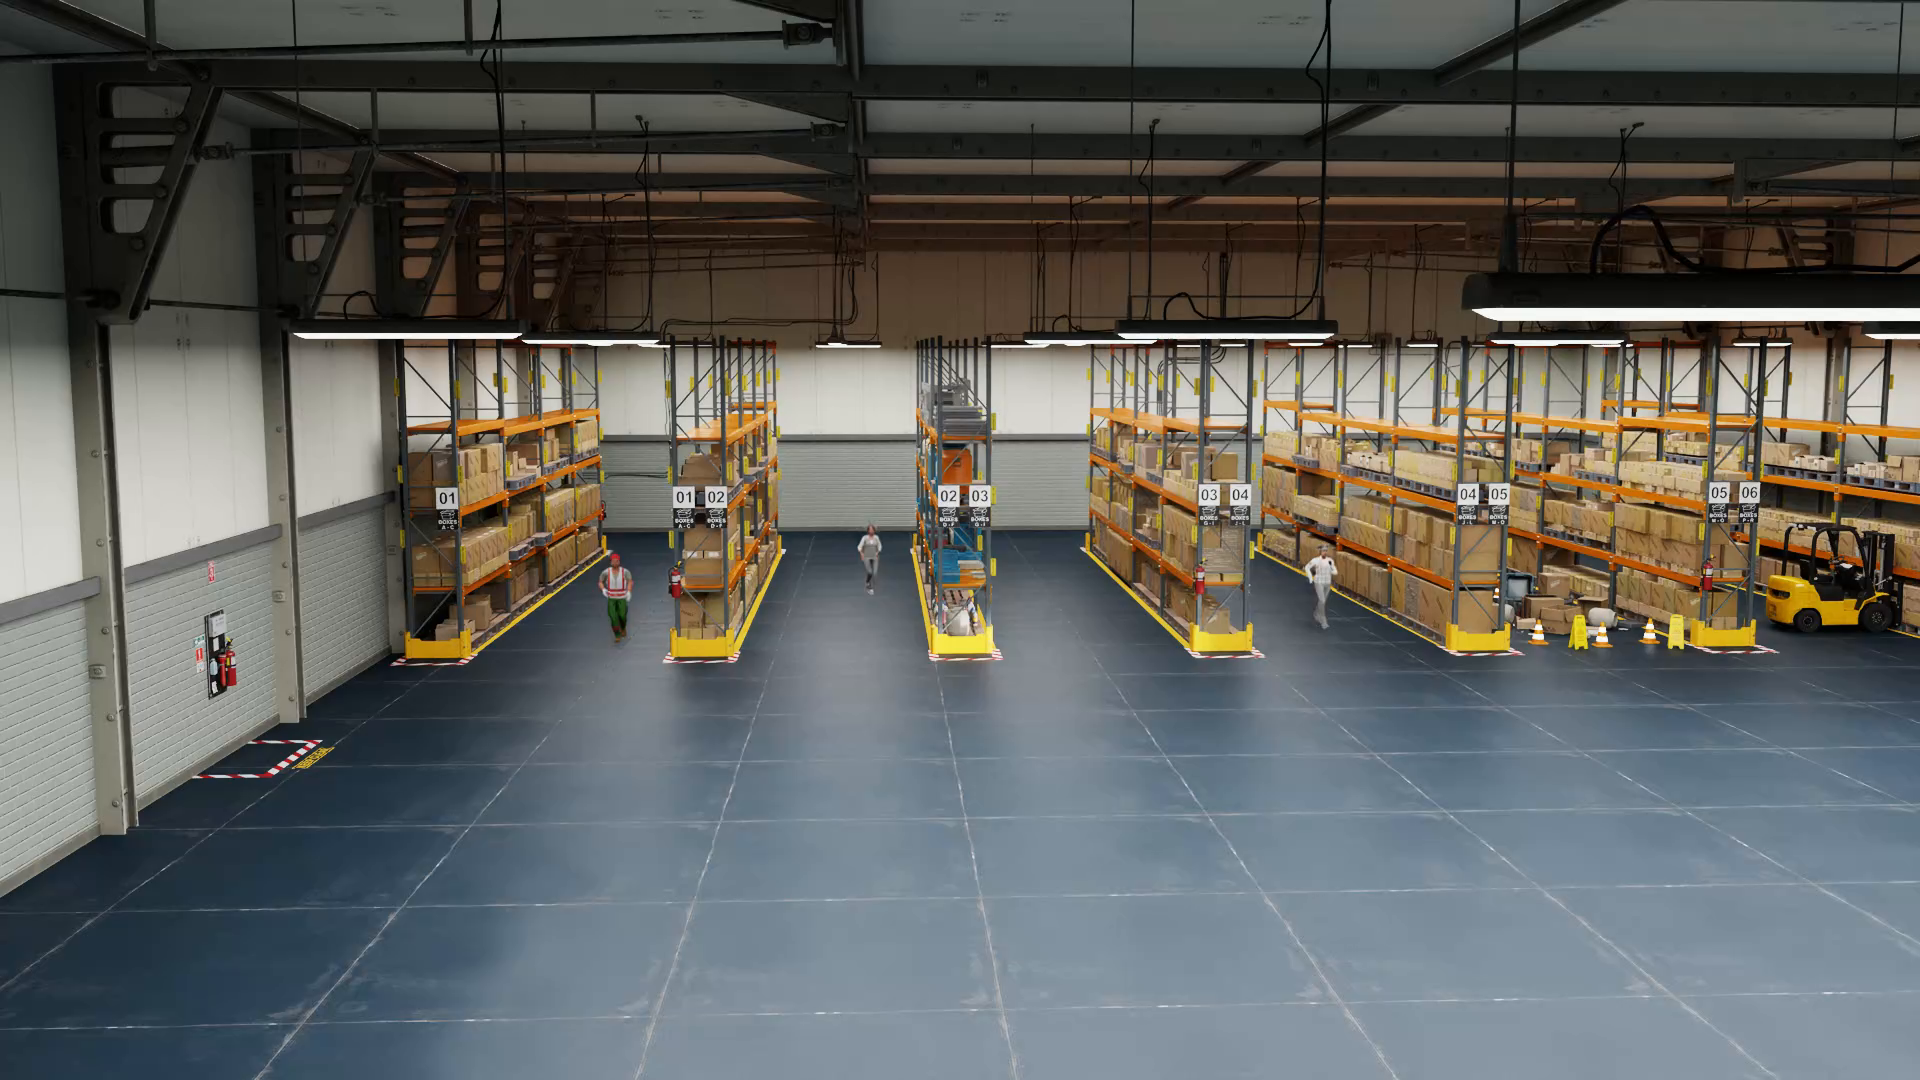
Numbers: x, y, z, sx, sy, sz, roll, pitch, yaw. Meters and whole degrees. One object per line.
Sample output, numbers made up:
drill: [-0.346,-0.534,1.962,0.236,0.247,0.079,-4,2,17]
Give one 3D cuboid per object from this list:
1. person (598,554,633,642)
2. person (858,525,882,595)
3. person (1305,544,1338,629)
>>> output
person: [-6.771,1.143,32.691,0.661,1.745,0.586,-1,7,-9]
person: [-1.985,0.443,37.177,0.536,1.564,0.447,-2,7,-14]
person: [7.545,0.941,34.629,0.593,1.722,0.854,-2,7,-16]
